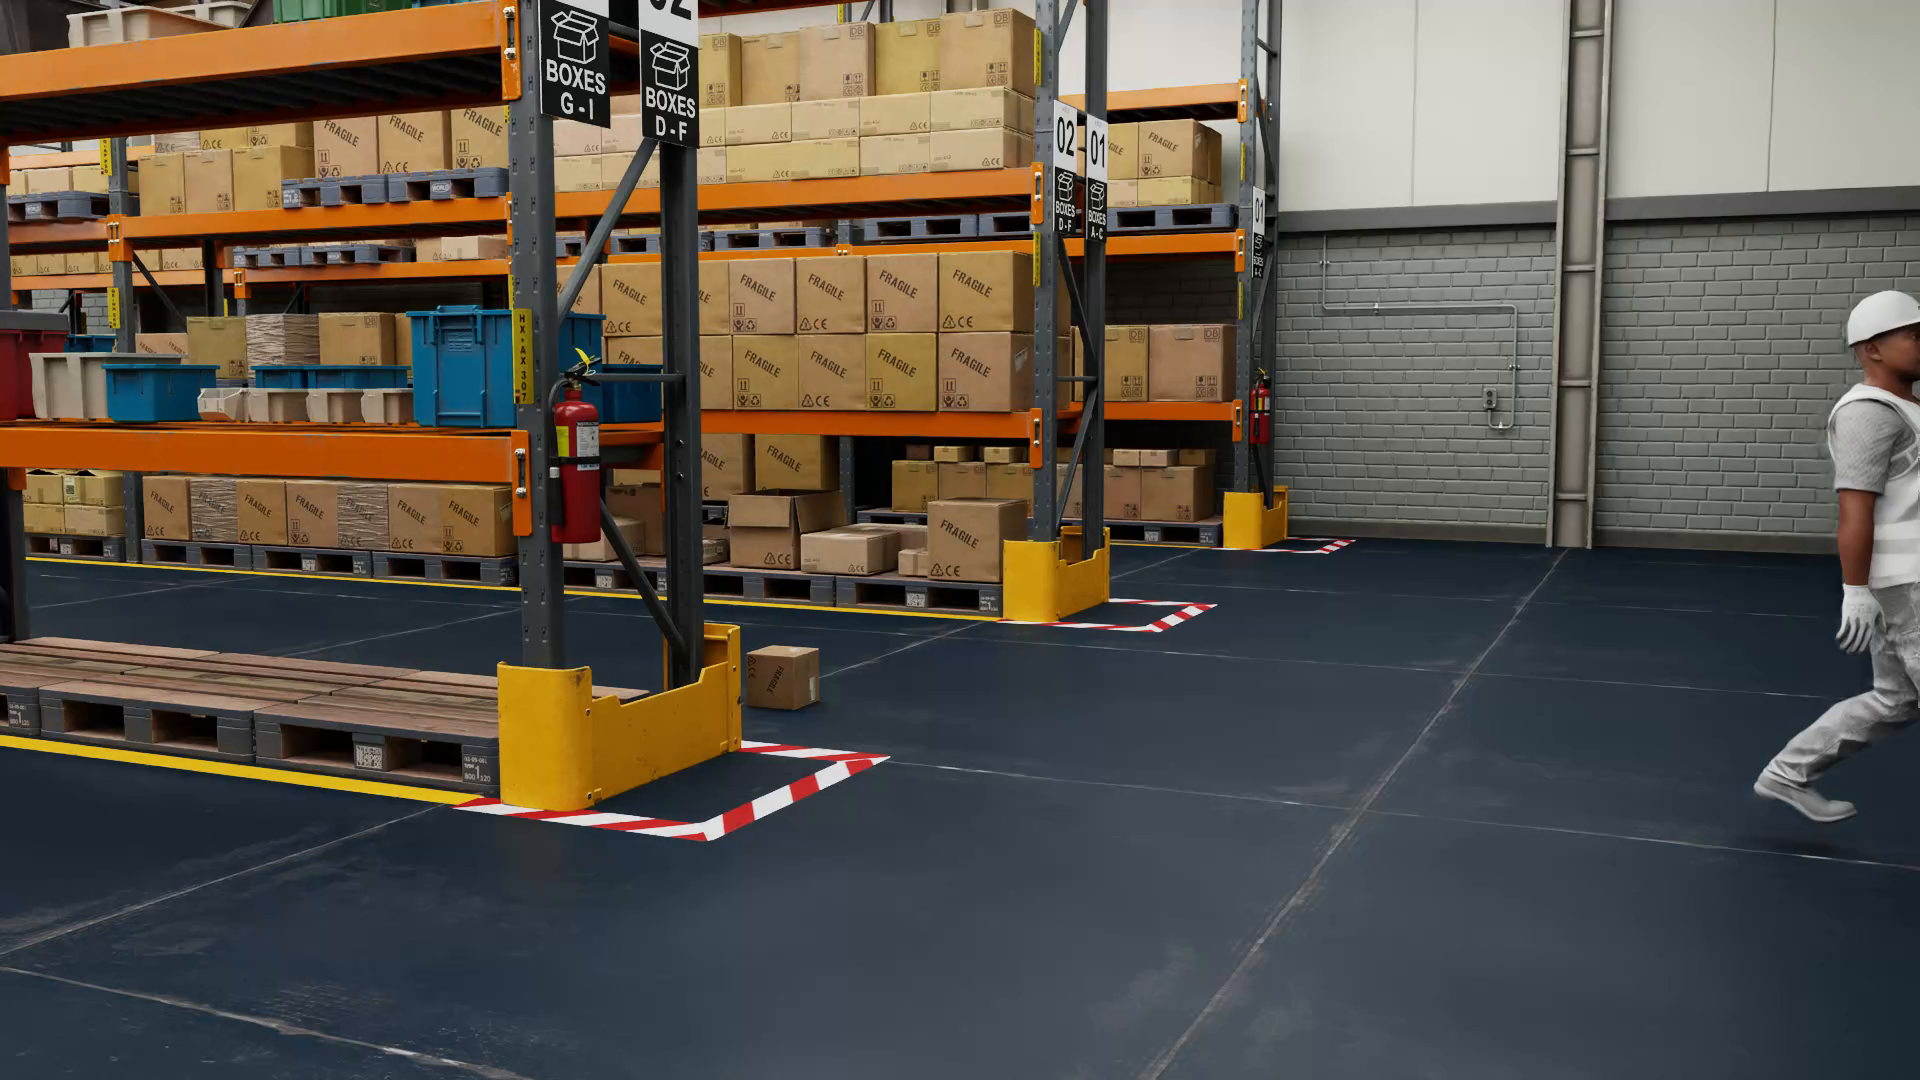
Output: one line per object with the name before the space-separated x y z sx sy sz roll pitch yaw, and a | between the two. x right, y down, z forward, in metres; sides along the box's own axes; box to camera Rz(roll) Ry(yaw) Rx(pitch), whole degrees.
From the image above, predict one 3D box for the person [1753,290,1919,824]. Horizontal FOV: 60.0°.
person | 2.910 0.129 5.033 0.910 1.755 0.552 4 7 34
